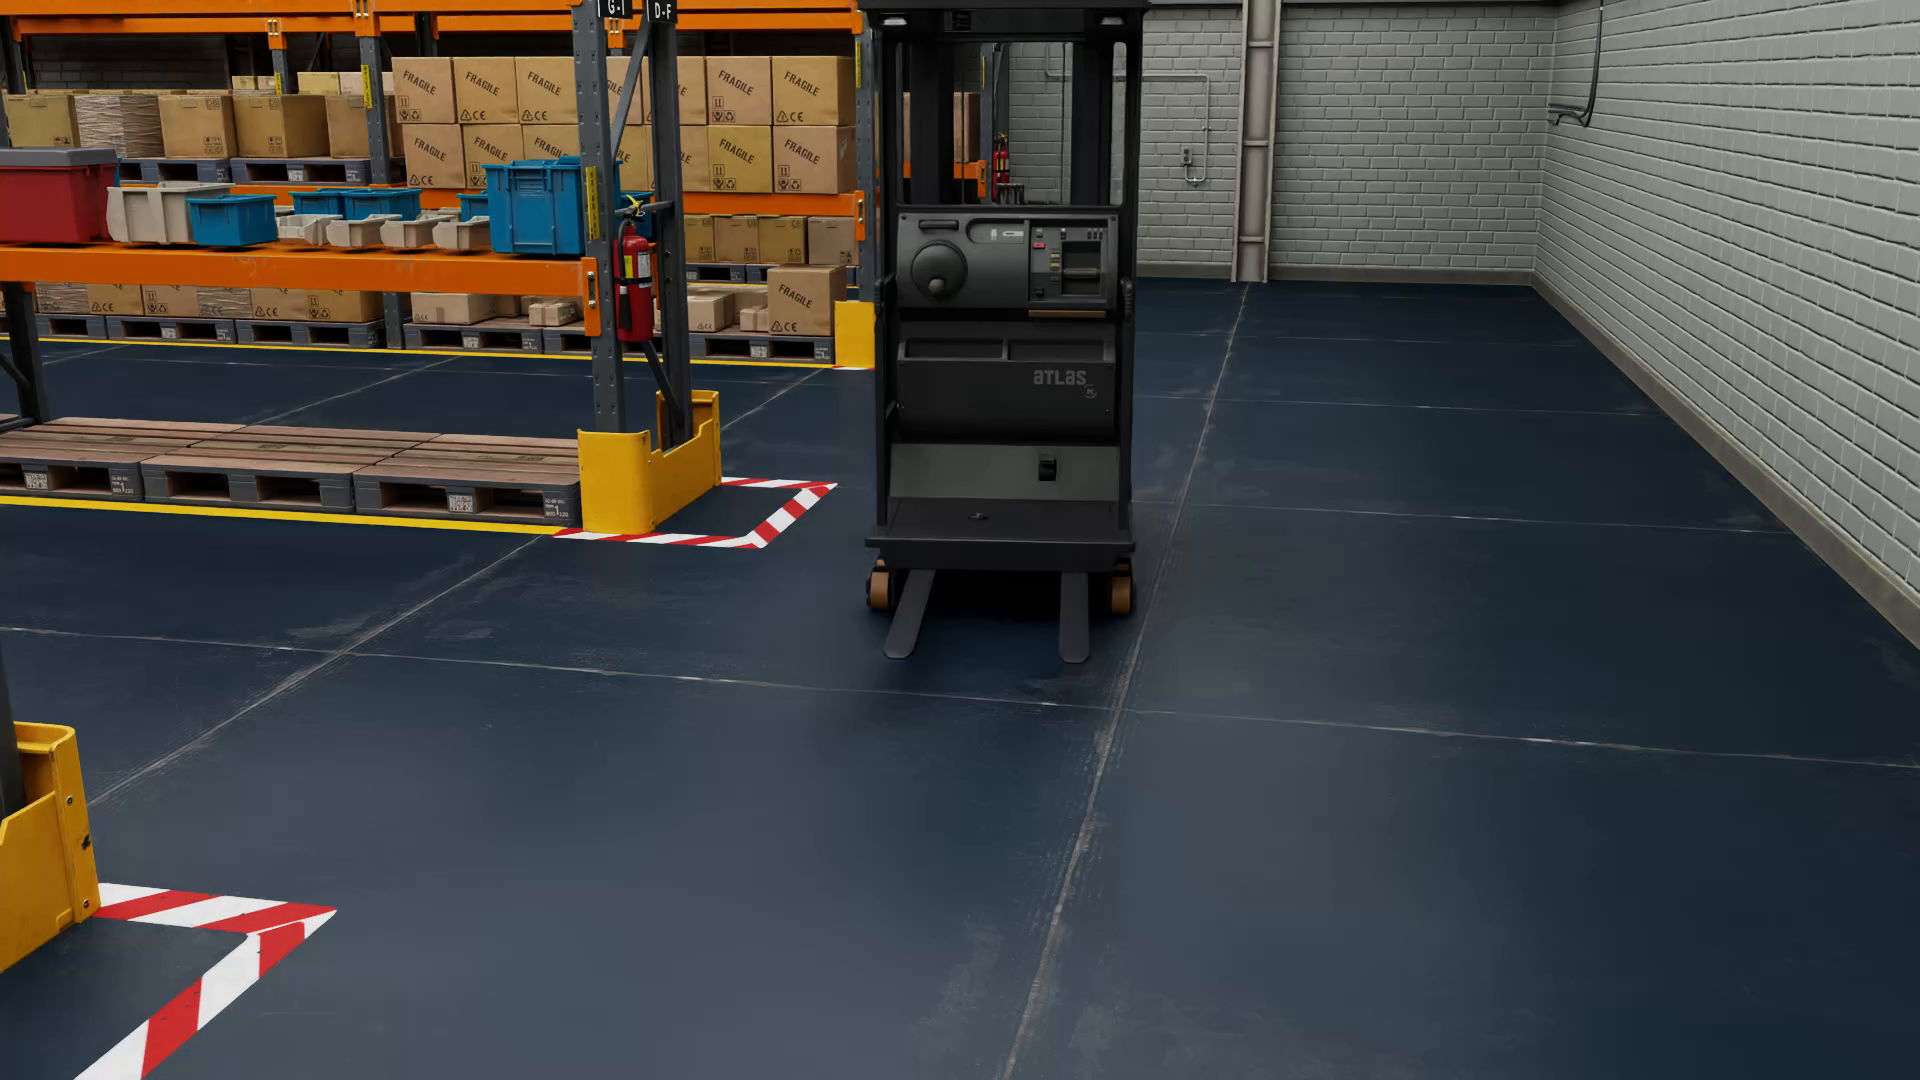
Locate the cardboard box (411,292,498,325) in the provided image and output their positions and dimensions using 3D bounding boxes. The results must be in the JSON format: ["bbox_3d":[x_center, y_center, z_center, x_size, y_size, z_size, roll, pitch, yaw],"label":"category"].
[{"bbox_3d":[-4.166,-1.971,13.703,0.500,0.311,0.500,3,16,11],"label":"cardboard box"}]

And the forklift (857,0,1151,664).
[{"bbox_3d":[0.188,-1.191,6.801,1.130,2.935,3.031,1,16,4],"label":"forklift"}]

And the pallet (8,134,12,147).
[{"bbox_3d":[-10.670,-4.685,19.644,1.213,0.211,1.003,3,16,11],"label":"pallet"}]

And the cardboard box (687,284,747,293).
[{"bbox_3d":[-2.071,-1.965,13.792,0.500,0.250,0.500,3,16,11],"label":"cardboard box"}]

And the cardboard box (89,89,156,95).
[{"bbox_3d":[-9.701,-5.022,19.490,0.500,0.500,0.700,5,16,19],"label":"cardboard box"}]

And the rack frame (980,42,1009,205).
[{"bbox_3d":[0.369,-4.217,17.598,0.127,3.000,1.000,3,16,11],"label":"rack frame"}]

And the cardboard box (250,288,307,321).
[{"bbox_3d":[-5.558,-2.121,13.889,0.500,0.500,0.500,3,16,11],"label":"cardboard box"}]

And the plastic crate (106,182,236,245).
[{"bbox_3d":[-4.065,-1.681,8.551,0.530,0.282,0.437,3,16,11],"label":"plastic crate"}]

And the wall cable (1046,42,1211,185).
[{"bbox_3d":[1.812,-4.886,18.110,1.851,1.984,0.084,3,16,11],"label":"wall cable"}]

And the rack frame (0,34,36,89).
[{"bbox_3d":[-11.390,-4.856,19.903,0.127,3.000,1.000,3,16,11],"label":"rack frame"}]

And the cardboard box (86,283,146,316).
[{"bbox_3d":[-7.060,-2.201,14.177,0.500,0.500,0.500,3,16,10],"label":"cardboard box"}]

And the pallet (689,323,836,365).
[{"bbox_3d":[-1.470,-1.624,13.458,1.213,0.211,1.003,3,16,11],"label":"pallet"}]

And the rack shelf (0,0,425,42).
[{"bbox_3d":[-6.494,-4.339,13.767,4.000,0.370,1.077,3,16,11],"label":"rack shelf"}]

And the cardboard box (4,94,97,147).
[{"bbox_3d":[-7.814,-3.593,14.372,0.500,0.500,0.700,-2,16,-8],"label":"cardboard box"}]

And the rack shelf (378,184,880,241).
[{"bbox_3d":[-2.574,-2.681,13.399,4.000,0.370,1.077,3,16,11],"label":"rack shelf"}]

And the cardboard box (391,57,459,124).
[{"bbox_3d":[-4.128,-3.565,13.184,0.500,0.500,0.500,4,16,13],"label":"cardboard box"}]

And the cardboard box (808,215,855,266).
[{"bbox_3d":[-1.320,-3.279,18.108,0.500,0.500,0.700,3,16,9],"label":"cardboard box"}]

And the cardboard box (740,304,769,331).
[{"bbox_3d":[-1.575,-1.778,13.273,0.250,0.166,0.380,3,16,11],"label":"cardboard box"}]

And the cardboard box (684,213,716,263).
[{"bbox_3d":[-2.838,-3.361,18.403,0.500,0.500,0.700,3,16,12],"label":"cardboard box"}]

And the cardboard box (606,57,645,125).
[{"bbox_3d":[-2.613,-3.483,12.888,0.500,0.500,0.500,4,16,13],"label":"cardboard box"}]

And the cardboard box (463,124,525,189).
[{"bbox_3d":[-3.587,-3.058,13.224,0.500,0.500,0.500,3,16,12],"label":"cardboard box"}]

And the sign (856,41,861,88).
[{"bbox_3d":[-0.745,-3.488,12.202,0.005,0.325,0.100,3,16,11],"label":"sign"}]

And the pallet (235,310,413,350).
[{"bbox_3d":[-5.339,-1.824,14.180,1.213,0.211,1.003,3,16,11],"label":"pallet"}]

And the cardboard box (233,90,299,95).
[{"bbox_3d":[-7.933,-4.926,19.143,0.500,0.500,0.700,1,16,5],"label":"cardboard box"}]

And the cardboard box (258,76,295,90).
[{"bbox_3d":[-7.815,-5.226,19.014,0.250,0.149,0.380,1,16,4],"label":"cardboard box"}]

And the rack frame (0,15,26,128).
[{"bbox_3d":[-8.454,-3.347,14.456,0.127,3.000,1.000,3,16,11],"label":"rack frame"}]

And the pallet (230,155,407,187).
[{"bbox_3d":[-5.295,-3.113,13.970,1.213,0.211,1.003,3,16,11],"label":"pallet"}]

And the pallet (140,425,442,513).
[{"bbox_3d":[-3.597,-0.401,9.046,1.213,0.211,1.003,3,16,11],"label":"pallet"}]

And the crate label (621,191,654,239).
[{"bbox_3d":[-1.781,-1.673,8.615,0.303,0.233,0.416,3,16,11],"label":"crate label"}]

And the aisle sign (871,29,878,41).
[{"bbox_3d":[-0.609,-4.090,12.270,0.004,0.787,0.394,3,16,11],"label":"aisle sign"}]

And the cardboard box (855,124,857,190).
[{"bbox_3d":[-0.997,-3.062,13.240,0.500,0.500,0.500,3,16,12],"label":"cardboard box"}]

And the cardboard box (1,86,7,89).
[{"bbox_3d":[-11.809,-5.234,20.107,0.500,0.500,0.500,3,16,10],"label":"cardboard box"}]

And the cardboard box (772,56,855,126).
[{"bbox_3d":[-1.105,-3.403,12.598,0.500,0.500,0.500,3,16,11],"label":"cardboard box"}]

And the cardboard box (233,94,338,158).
[{"bbox_3d":[-5.640,-3.488,13.992,0.500,0.500,0.700,6,16,20],"label":"cardboard box"}]

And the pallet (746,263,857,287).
[{"bbox_3d":[-1.622,-2.961,18.286,1.213,0.211,1.003,3,16,11],"label":"pallet"}]

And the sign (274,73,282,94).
[{"bbox_3d":[-7.569,-5.020,18.476,0.005,0.325,0.100,3,16,11],"label":"sign"}]

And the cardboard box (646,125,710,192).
[{"bbox_3d":[-2.104,-2.977,12.932,0.500,0.500,0.500,3,16,12],"label":"cardboard box"}]

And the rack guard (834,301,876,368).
[{"bbox_3d":[-0.689,-1.721,13.268,0.348,0.500,1.175,3,16,11],"label":"rack guard"}]

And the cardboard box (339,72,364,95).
[{"bbox_3d":[-6.550,-5.086,18.545,0.500,0.250,0.500,3,16,10],"label":"cardboard box"}]

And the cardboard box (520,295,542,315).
[{"bbox_3d":[-3.540,-2.012,14.152,0.250,0.149,0.380,3,16,11],"label":"cardboard box"}]

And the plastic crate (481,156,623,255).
[{"bbox_3d":[-1.970,-1.641,8.117,0.499,0.435,0.616,3,16,11],"label":"plastic crate"}]

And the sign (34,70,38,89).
[{"bbox_3d":[-11.283,-5.559,20.273,0.005,0.325,0.100,3,16,11],"label":"sign"}]

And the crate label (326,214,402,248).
[{"bbox_3d":[-2.999,-1.551,8.355,0.243,0.136,0.396,3,16,11],"label":"crate label"}]

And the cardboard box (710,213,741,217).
[{"bbox_3d":[-2.539,-3.608,18.079,0.250,0.149,0.380,4,16,13],"label":"cardboard box"}]

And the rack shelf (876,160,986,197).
[{"bbox_3d":[-1.591,-3.977,18.078,4.000,0.370,1.077,3,16,11],"label":"rack shelf"}]

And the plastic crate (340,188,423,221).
[{"bbox_3d":[-3.072,-1.743,8.868,0.300,0.233,0.416,3,16,11],"label":"plastic crate"}]

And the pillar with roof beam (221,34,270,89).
[{"bbox_3d":[-9.430,-6.703,15.335,0.400,9.000,9.100,3,16,11],"label":"pillar with roof beam"}]

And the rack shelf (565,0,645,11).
[{"bbox_3d":[-3.565,-2.831,8.322,4.000,0.370,1.077,3,16,11],"label":"rack shelf"}]
